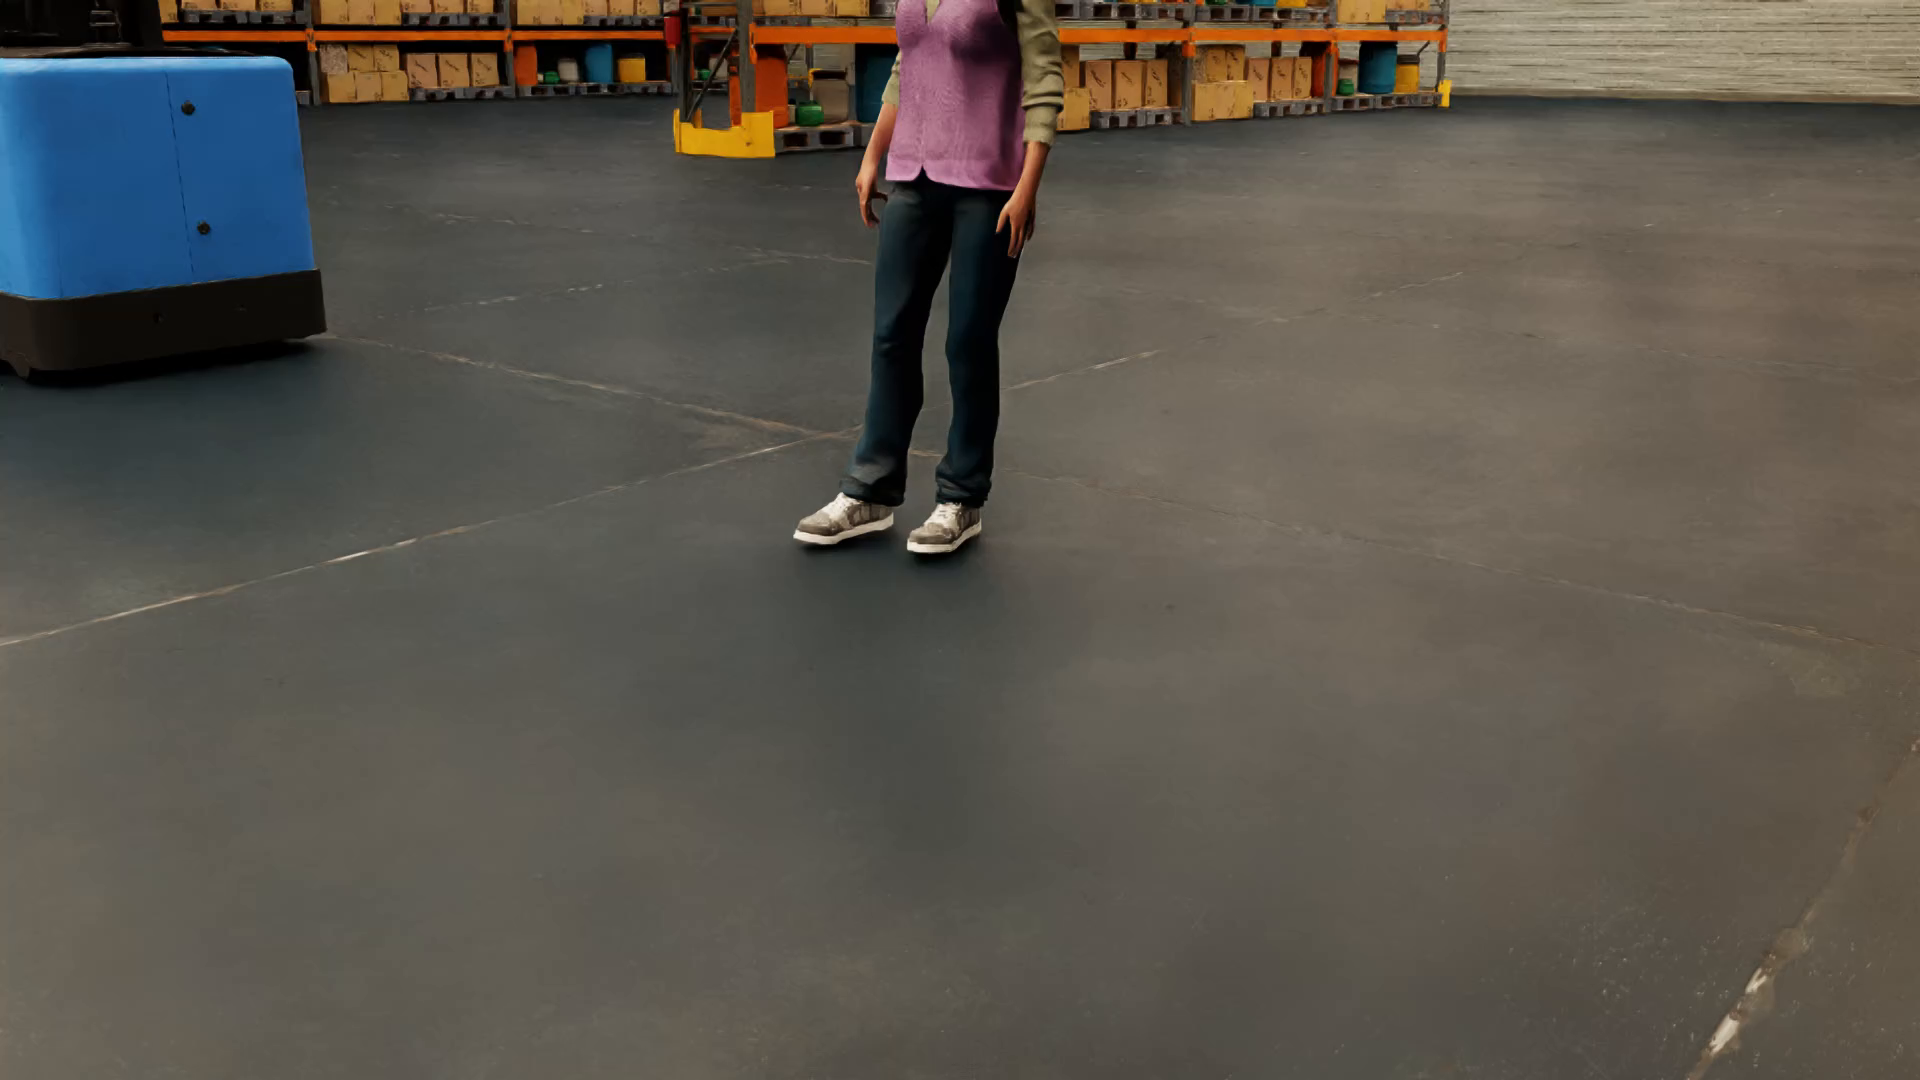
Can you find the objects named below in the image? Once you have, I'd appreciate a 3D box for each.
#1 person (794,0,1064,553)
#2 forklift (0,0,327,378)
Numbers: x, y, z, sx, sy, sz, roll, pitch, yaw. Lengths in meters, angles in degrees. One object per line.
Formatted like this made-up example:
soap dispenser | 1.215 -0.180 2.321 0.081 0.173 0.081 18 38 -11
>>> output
person | -0.058 -0.757 3.662 0.520 1.597 0.474 13 21 37
forklift | -3.870 -2.279 6.404 3.031 2.935 1.130 13 21 36
